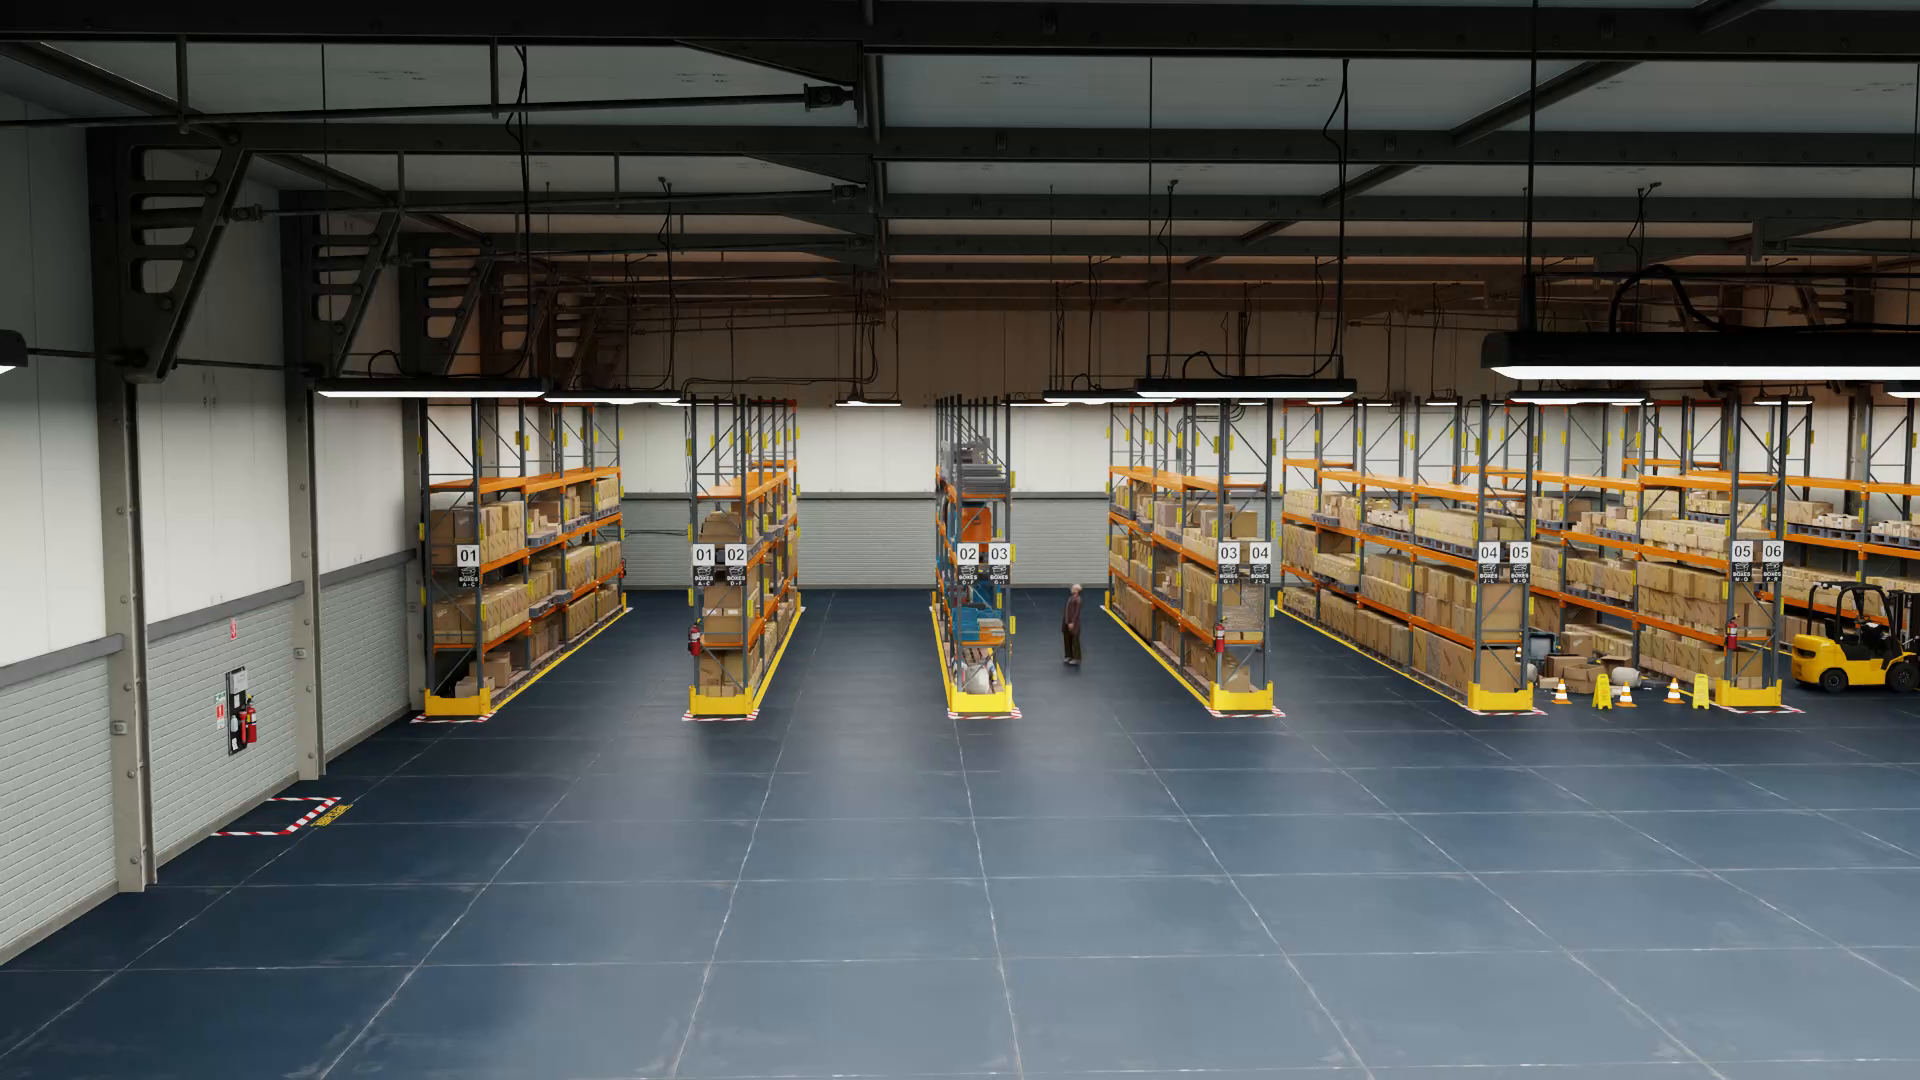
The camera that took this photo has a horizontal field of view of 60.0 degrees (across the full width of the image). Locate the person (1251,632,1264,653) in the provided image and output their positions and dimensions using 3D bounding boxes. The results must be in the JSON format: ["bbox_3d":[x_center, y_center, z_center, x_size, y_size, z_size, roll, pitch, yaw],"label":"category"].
[{"bbox_3d":[7.060,1.809,39.310,0.478,1.688,0.606,0,5,-3],"label":"person"}]

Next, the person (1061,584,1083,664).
[{"bbox_3d":[2.496,1.883,37.421,0.492,1.777,0.601,-3,6,-38],"label":"person"}]

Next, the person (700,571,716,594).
[{"bbox_3d":[-7.500,0.860,50.542,0.857,1.748,0.572,3,6,36],"label":"person"}]
